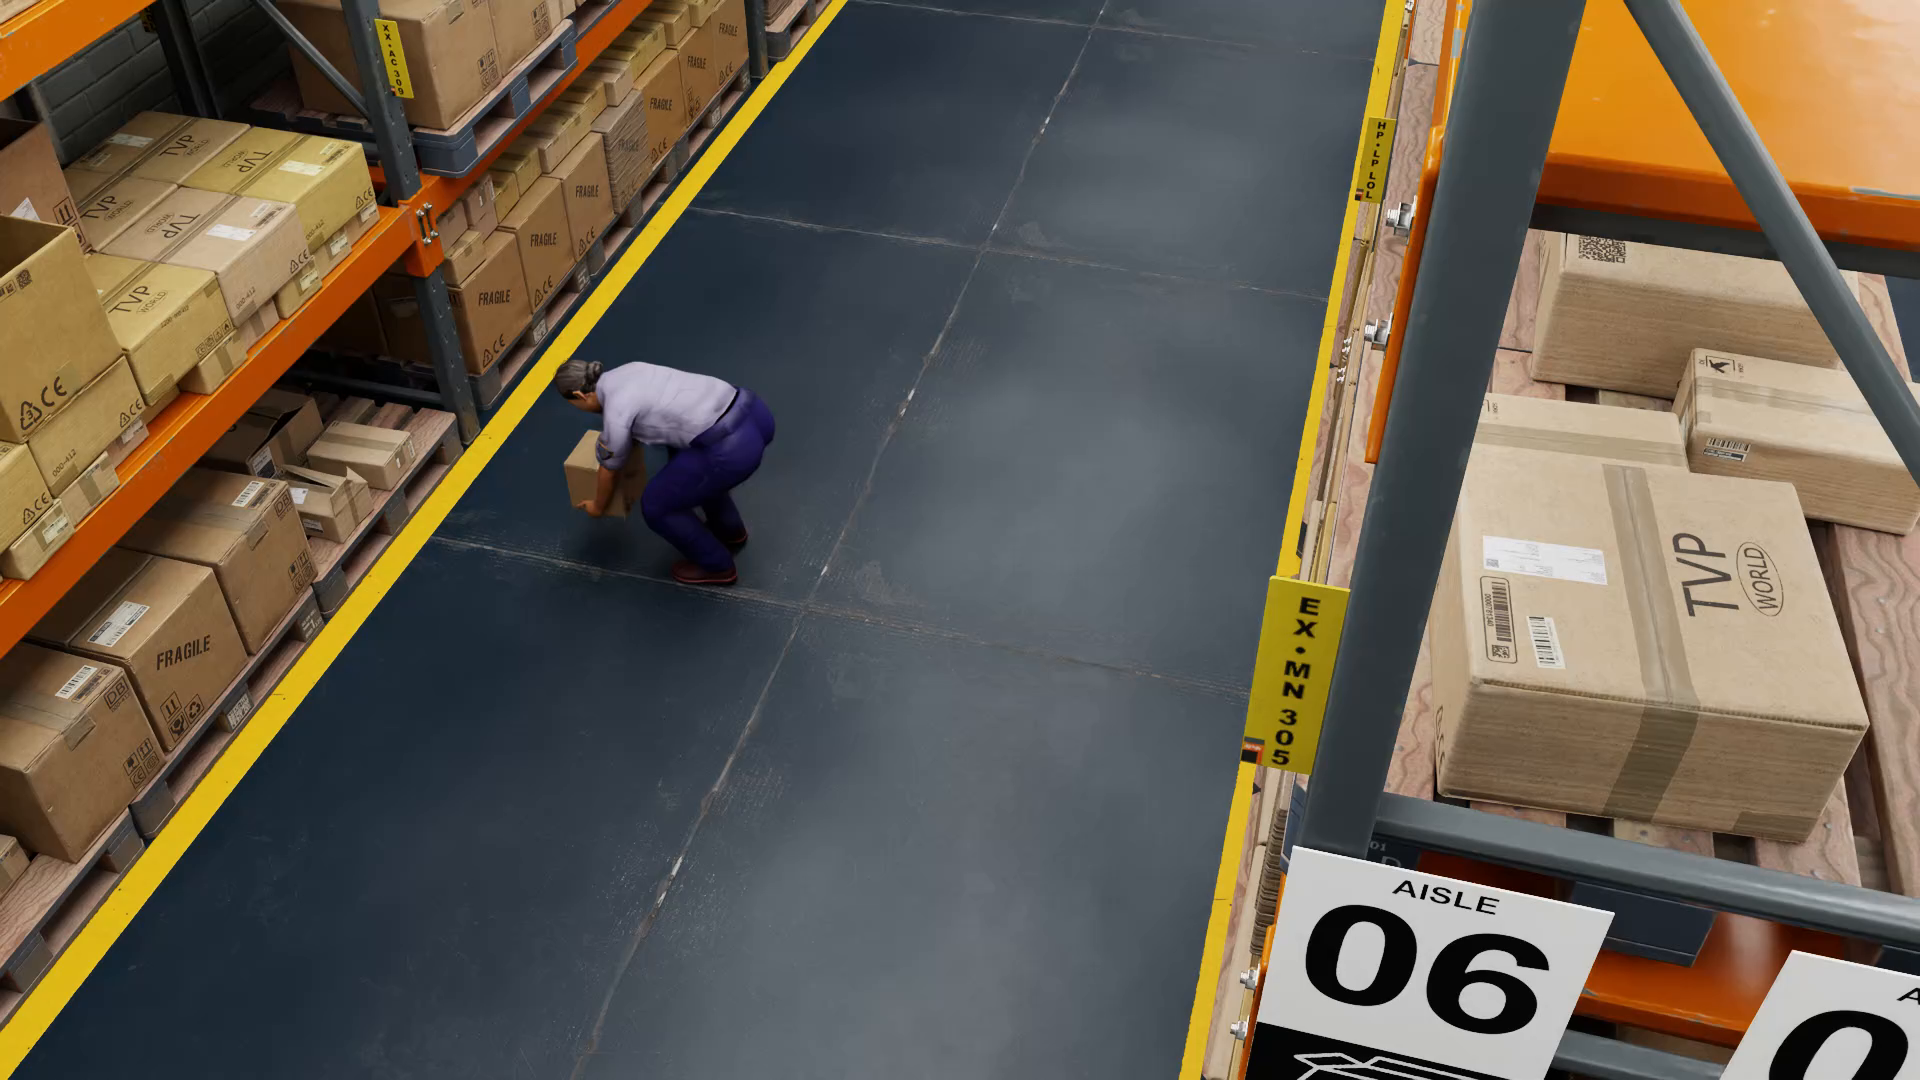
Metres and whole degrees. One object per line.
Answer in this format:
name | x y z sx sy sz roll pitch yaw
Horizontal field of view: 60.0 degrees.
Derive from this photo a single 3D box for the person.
person | -1.224 -0.316 7.036 0.892 0.985 0.509 8 42 9
